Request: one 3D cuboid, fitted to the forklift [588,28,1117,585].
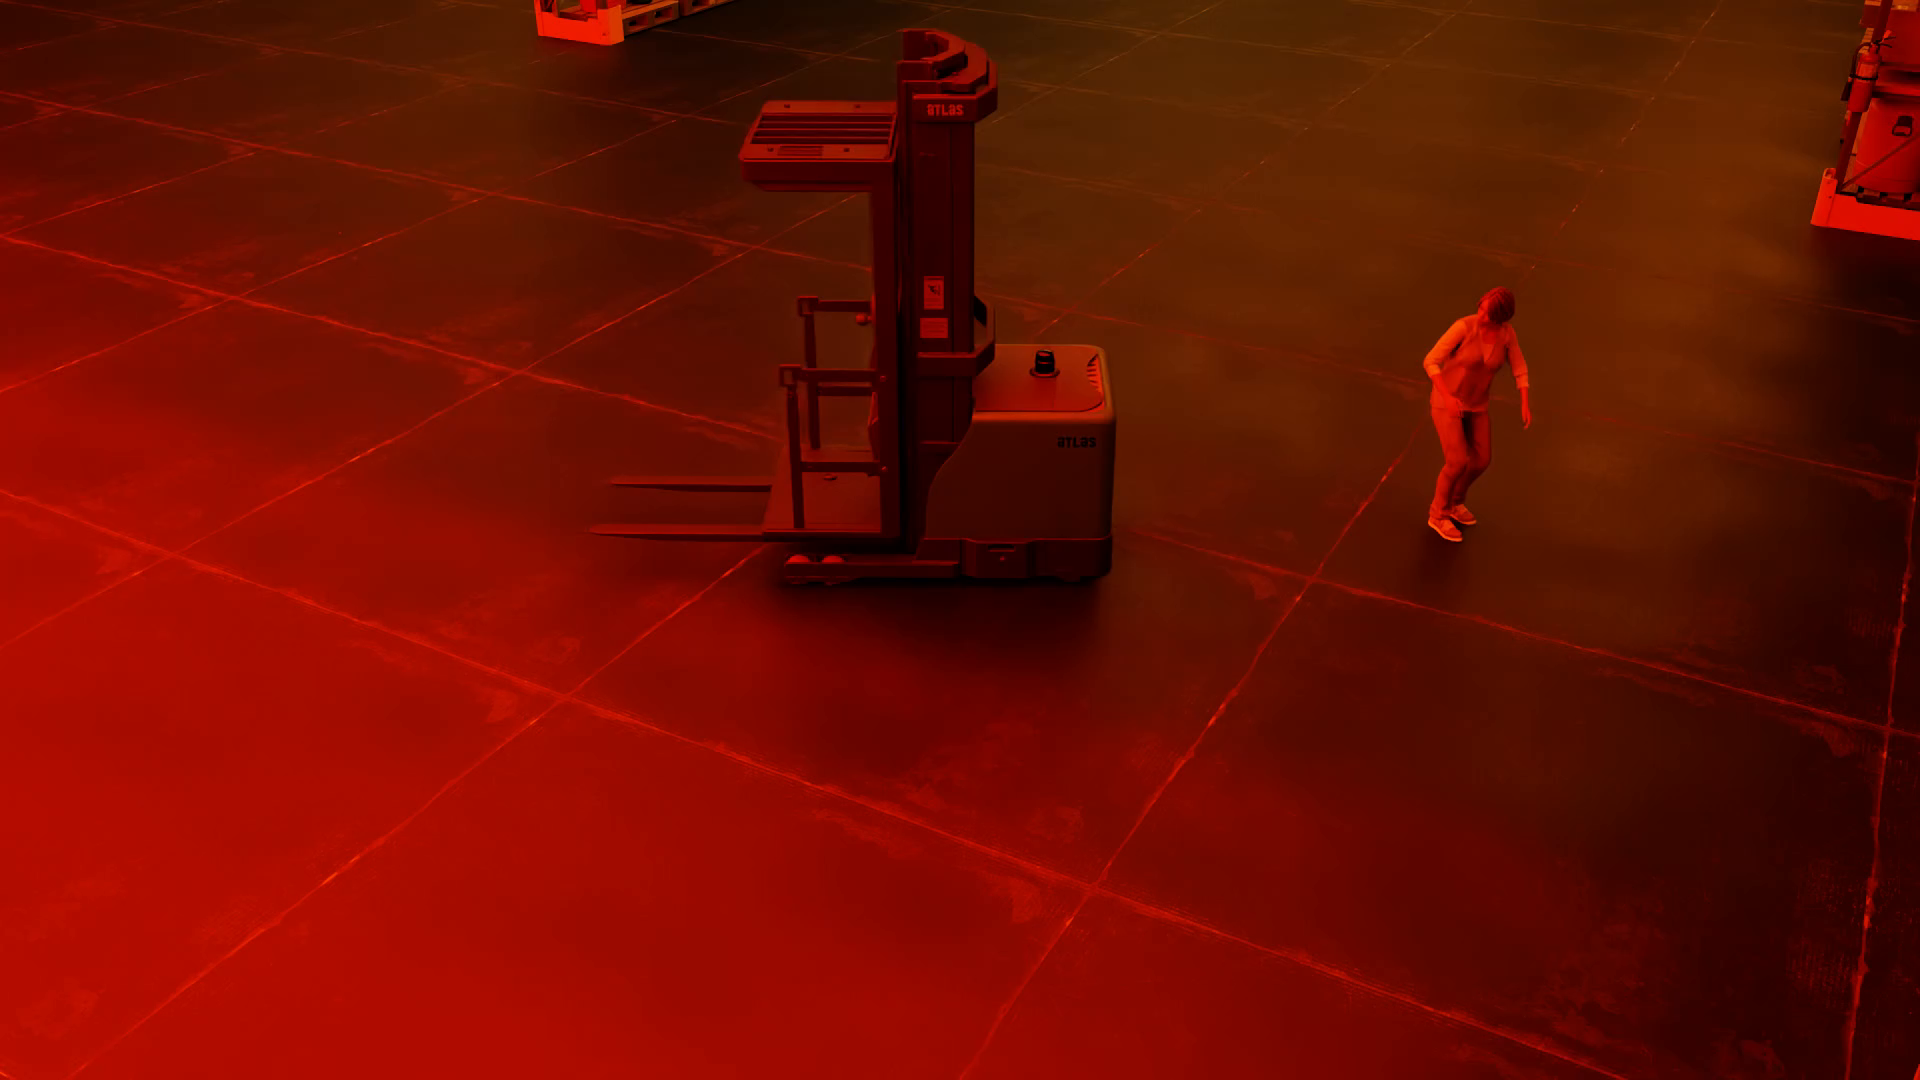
[{"bbox_3d":[-0.635,-1.275,9.280,3.031,2.935,1.130,0,30,1],"label":"forklift"}]

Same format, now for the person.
[{"bbox_3d":[3.026,-0.762,9.798,0.641,1.550,0.452,-9,31,-15],"label":"person"}]
